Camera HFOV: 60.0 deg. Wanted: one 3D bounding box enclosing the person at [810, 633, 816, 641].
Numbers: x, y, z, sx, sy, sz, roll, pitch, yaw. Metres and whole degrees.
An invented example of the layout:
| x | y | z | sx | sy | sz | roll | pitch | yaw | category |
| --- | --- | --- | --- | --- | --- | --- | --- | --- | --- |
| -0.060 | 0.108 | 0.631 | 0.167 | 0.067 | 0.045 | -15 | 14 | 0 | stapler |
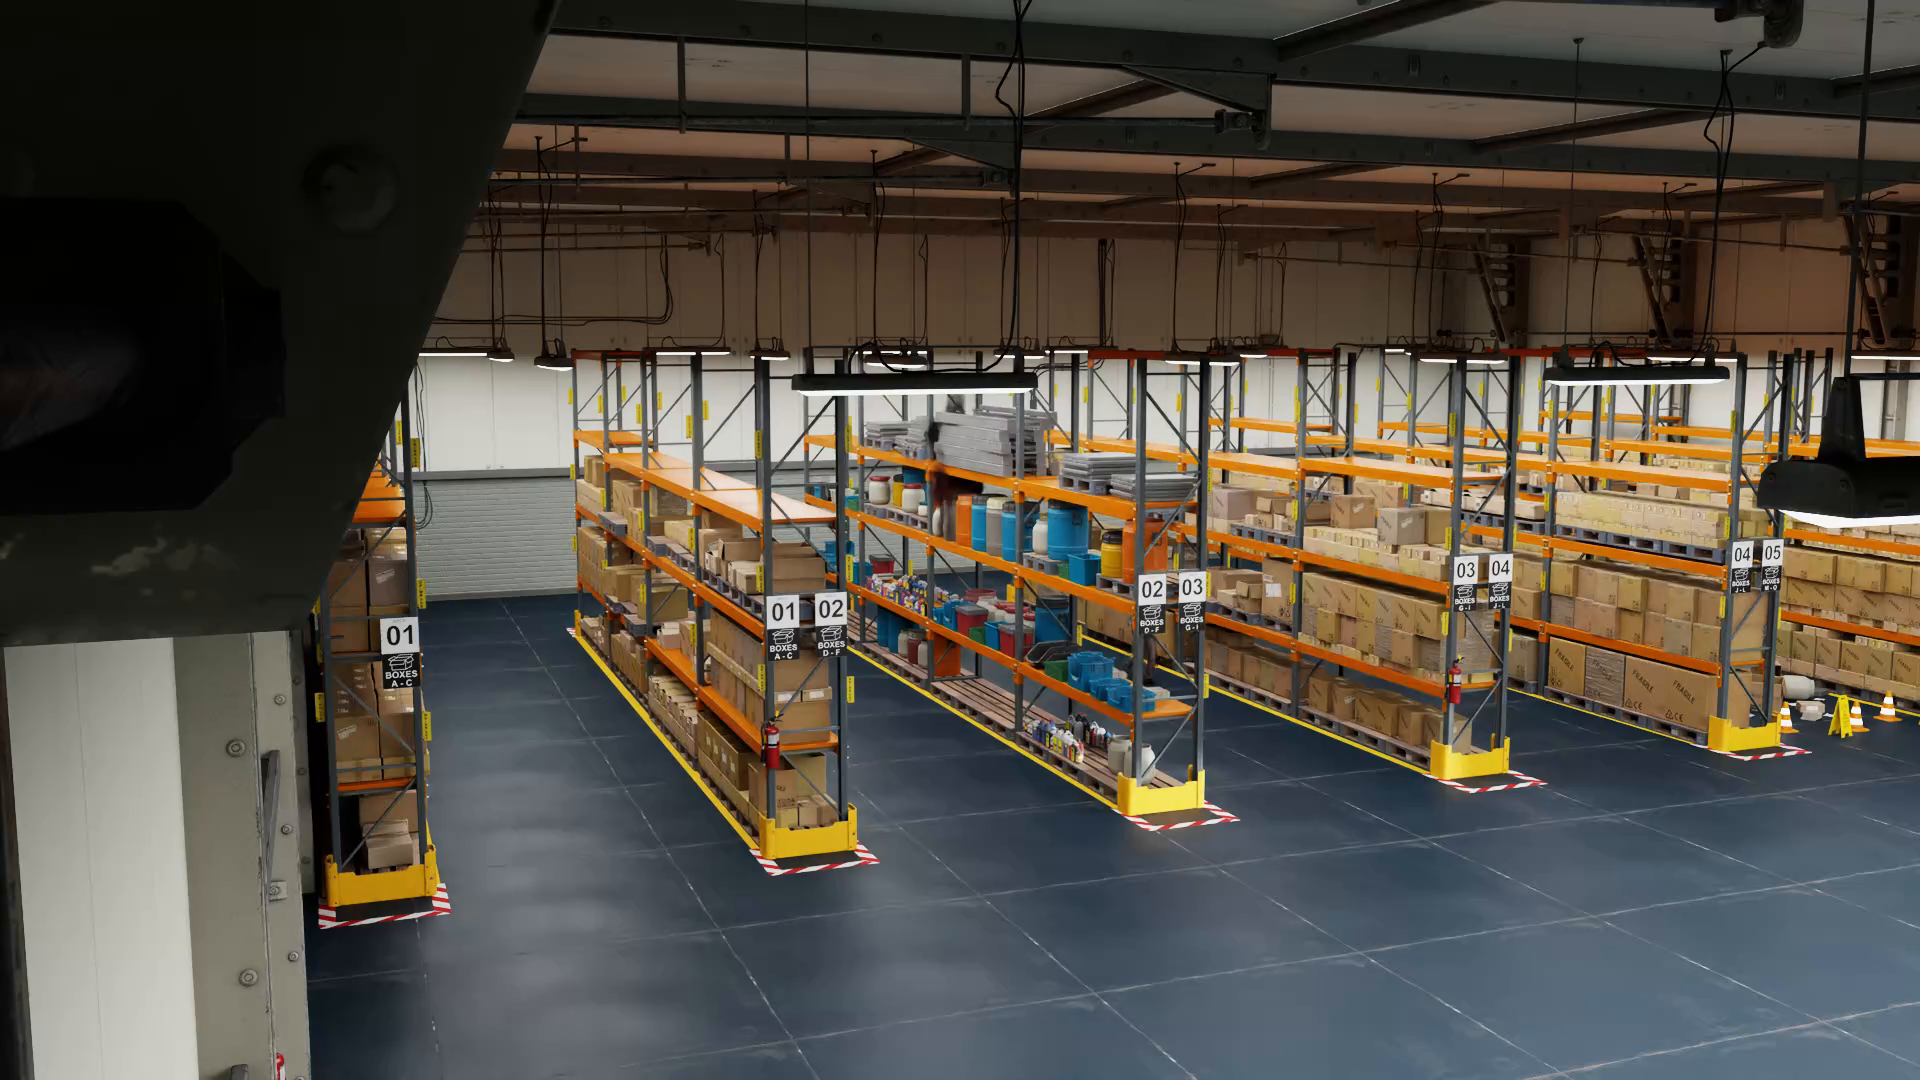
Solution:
| x | y | z | sx | sy | sz | roll | pitch | yaw | category |
| --- | --- | --- | --- | --- | --- | --- | --- | --- | --- |
| -2.550 | 1.524 | 29.889 | 0.648 | 1.712 | 0.755 | -3 | 8 | -26 | person |

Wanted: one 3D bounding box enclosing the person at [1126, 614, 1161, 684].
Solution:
| x | y | z | sx | sy | sz | roll | pitch | yaw | category |
| --- | --- | --- | --- | --- | --- | --- | --- | --- | --- |
| 3.329 | 1.751 | 30.161 | 0.669 | 1.684 | 0.760 | -3 | 8 | -25 | person |
